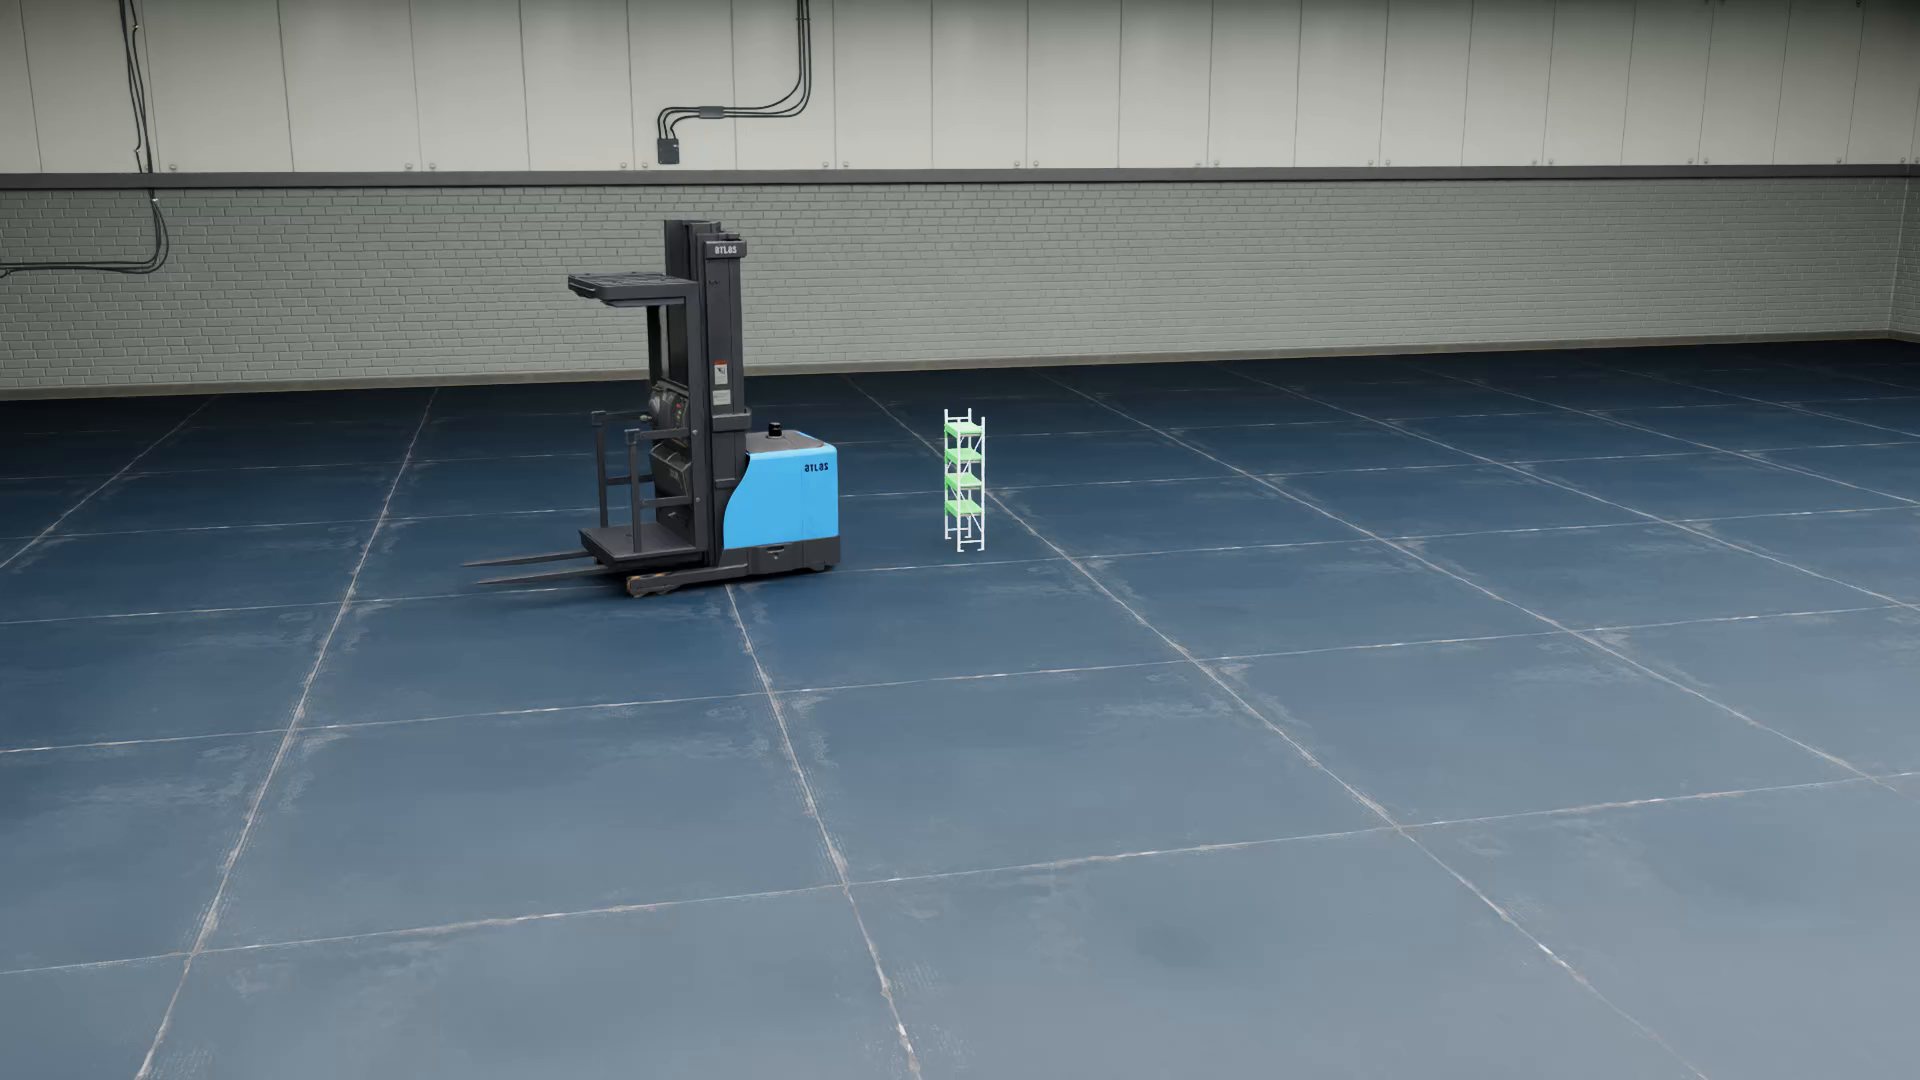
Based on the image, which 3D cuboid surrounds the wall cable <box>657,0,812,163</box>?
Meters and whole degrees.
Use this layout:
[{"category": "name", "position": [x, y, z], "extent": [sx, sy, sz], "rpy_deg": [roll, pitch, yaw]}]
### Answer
[{"category": "wall cable", "position": [-3.322, -8.533, 24.049], "extent": [2.305, 6.003, 0.169], "rpy_deg": [-3, 14, -13]}]

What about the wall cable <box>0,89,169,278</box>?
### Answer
[{"category": "wall cable", "position": [-12.554, -4.847, 22.670], "extent": [3.097, 2.526, 0.112], "rpy_deg": [-3, 14, -13]}]

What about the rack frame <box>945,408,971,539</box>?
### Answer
[{"category": "rack frame", "position": [-0.018, -0.601, 15.182], "extent": [0.240, 1.200, 0.015], "rpy_deg": [-3, 14, -13]}]

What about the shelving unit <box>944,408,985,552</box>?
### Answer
[{"category": "shelving unit", "position": [0.039, -0.545, 14.951], "extent": [0.258, 1.200, 0.503], "rpy_deg": [-3, 14, -13]}]

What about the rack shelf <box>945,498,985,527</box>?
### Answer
[{"category": "rack shelf", "position": [0.039, -0.249, 15.023], "extent": [0.258, 0.148, 0.480], "rpy_deg": [-3, 14, -13]}]

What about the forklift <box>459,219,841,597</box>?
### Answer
[{"category": "forklift", "position": [-2.571, -1.107, 13.604], "extent": [3.031, 2.935, 1.130], "rpy_deg": [-7, 15, -26]}]

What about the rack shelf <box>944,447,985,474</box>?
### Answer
[{"category": "rack shelf", "position": [0.039, -0.716, 14.910], "extent": [0.258, 0.148, 0.480], "rpy_deg": [-3, 14, -13]}]

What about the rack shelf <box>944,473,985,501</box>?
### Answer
[{"category": "rack shelf", "position": [0.039, -0.483, 14.966], "extent": [0.258, 0.148, 0.480], "rpy_deg": [-3, 14, -13]}]

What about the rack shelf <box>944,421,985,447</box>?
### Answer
[{"category": "rack shelf", "position": [0.039, -0.949, 14.853], "extent": [0.258, 0.148, 0.480], "rpy_deg": [-3, 14, -13]}]

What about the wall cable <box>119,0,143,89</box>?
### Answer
[{"category": "wall cable", "position": [-9.924, -7.451, 22.688], "extent": [3.097, 2.526, 0.112], "rpy_deg": [-3, 14, -13]}]

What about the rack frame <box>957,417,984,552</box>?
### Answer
[{"category": "rack frame", "position": [0.096, -0.488, 14.721], "extent": [0.240, 1.200, 0.015], "rpy_deg": [-3, 14, -13]}]
